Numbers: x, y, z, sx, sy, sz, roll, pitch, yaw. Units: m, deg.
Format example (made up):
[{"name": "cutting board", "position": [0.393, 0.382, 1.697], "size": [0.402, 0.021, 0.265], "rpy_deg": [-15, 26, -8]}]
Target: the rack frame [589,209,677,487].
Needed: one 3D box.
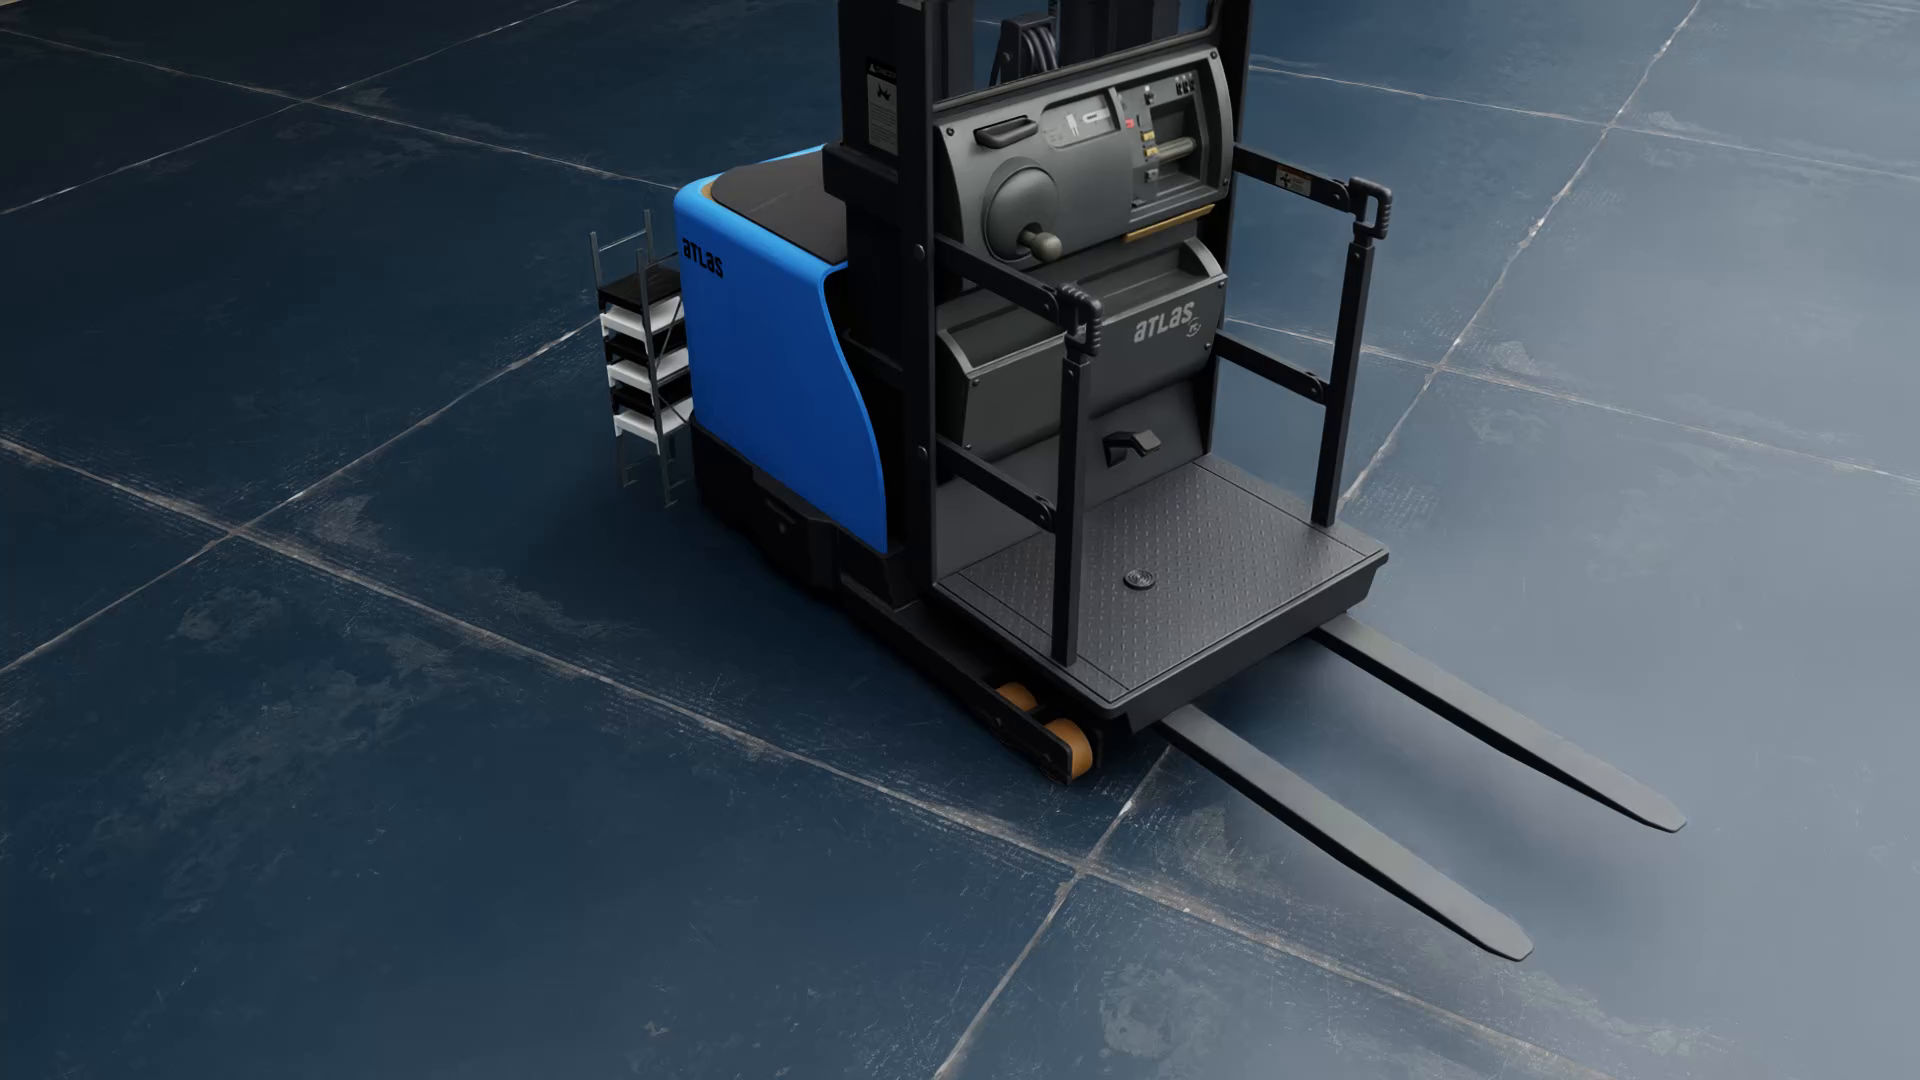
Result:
[{"name": "rack frame", "position": [-1.042, -0.601, 5.341], "size": [0.006, 0.900, 0.240], "rpy_deg": [24, 40, 31]}]

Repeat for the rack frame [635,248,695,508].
[{"name": "rack frame", "position": [-0.882, -0.532, 5.237], "size": [0.006, 0.900, 0.240], "rpy_deg": [24, 40, 31]}]

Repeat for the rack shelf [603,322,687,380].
[{"name": "rack shelf", "position": [-0.962, -0.614, 5.258], "size": [0.200, 0.077, 0.258], "rpy_deg": [24, 40, 31]}]

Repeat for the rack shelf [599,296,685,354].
[{"name": "rack shelf", "position": [-0.962, -0.689, 5.208], "size": [0.200, 0.077, 0.258], "rpy_deg": [24, 40, 31]}]

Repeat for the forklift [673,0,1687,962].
[{"name": "forklift", "position": [0.469, -0.908, 3.968], "size": [1.130, 2.935, 3.031], "rpy_deg": [-25, 41, -32]}]

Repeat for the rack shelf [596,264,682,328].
[{"name": "rack shelf", "position": [-0.962, -0.764, 5.158], "size": [0.200, 0.077, 0.258], "rpy_deg": [24, 40, 31]}]

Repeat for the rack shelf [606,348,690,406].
[{"name": "rack shelf", "position": [-0.962, -0.539, 5.307], "size": [0.200, 0.077, 0.258], "rpy_deg": [24, 40, 31]}]

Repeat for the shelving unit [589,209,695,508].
[{"name": "shelving unit", "position": [-0.962, -0.567, 5.289], "size": [0.210, 0.900, 0.258], "rpy_deg": [24, 40, 31]}]

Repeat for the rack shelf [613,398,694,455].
[{"name": "rack shelf", "position": [-0.962, -0.389, 5.407], "size": [0.200, 0.077, 0.258], "rpy_deg": [24, 40, 31]}]

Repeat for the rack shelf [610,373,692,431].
[{"name": "rack shelf", "position": [-0.962, -0.464, 5.357], "size": [0.200, 0.077, 0.258], "rpy_deg": [24, 40, 31]}]
